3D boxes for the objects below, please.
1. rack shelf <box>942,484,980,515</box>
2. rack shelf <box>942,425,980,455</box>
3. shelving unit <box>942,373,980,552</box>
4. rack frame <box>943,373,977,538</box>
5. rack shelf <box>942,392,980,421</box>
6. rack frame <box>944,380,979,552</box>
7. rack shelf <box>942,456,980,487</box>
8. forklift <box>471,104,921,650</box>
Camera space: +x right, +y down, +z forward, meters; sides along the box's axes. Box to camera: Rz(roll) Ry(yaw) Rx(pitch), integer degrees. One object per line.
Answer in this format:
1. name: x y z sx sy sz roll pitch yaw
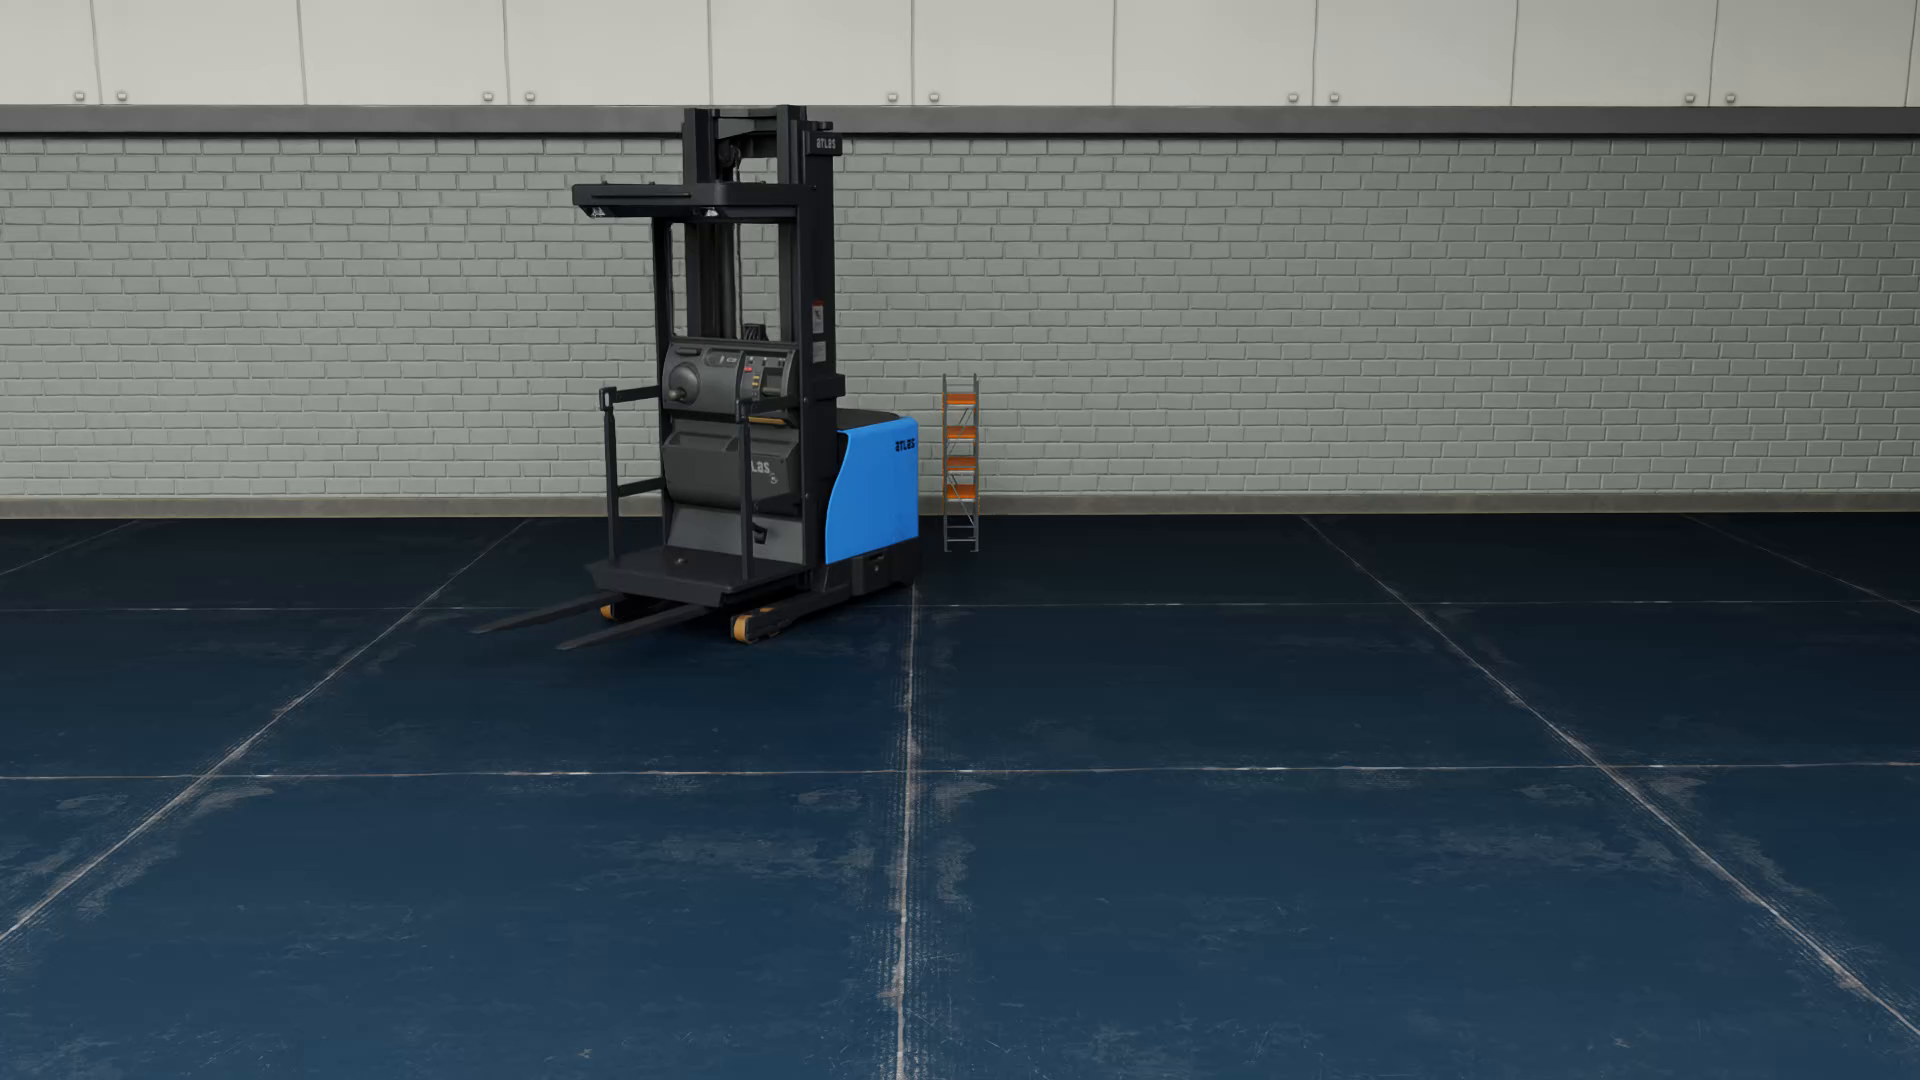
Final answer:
1. rack shelf: 0.003 -0.295 11.830 0.258 0.148 0.480 0 11 -1
2. rack shelf: 0.003 -0.708 11.747 0.258 0.148 0.480 0 11 -1
3. shelving unit: 0.003 -0.555 11.778 0.258 1.200 0.503 0 11 -1
4. rack frame: -0.002 -0.604 12.017 0.240 1.200 0.015 0 11 -1
5. rack shelf: 0.003 -0.940 11.699 0.258 0.148 0.480 0 11 -1
6. rack frame: 0.008 -0.507 11.539 0.240 1.200 0.015 0 11 -1
7. rack shelf: 0.003 -0.489 11.791 0.258 0.148 0.480 0 11 -1
8. forklift: -1.453 -0.966 9.447 1.130 2.935 3.031 7 13 31
